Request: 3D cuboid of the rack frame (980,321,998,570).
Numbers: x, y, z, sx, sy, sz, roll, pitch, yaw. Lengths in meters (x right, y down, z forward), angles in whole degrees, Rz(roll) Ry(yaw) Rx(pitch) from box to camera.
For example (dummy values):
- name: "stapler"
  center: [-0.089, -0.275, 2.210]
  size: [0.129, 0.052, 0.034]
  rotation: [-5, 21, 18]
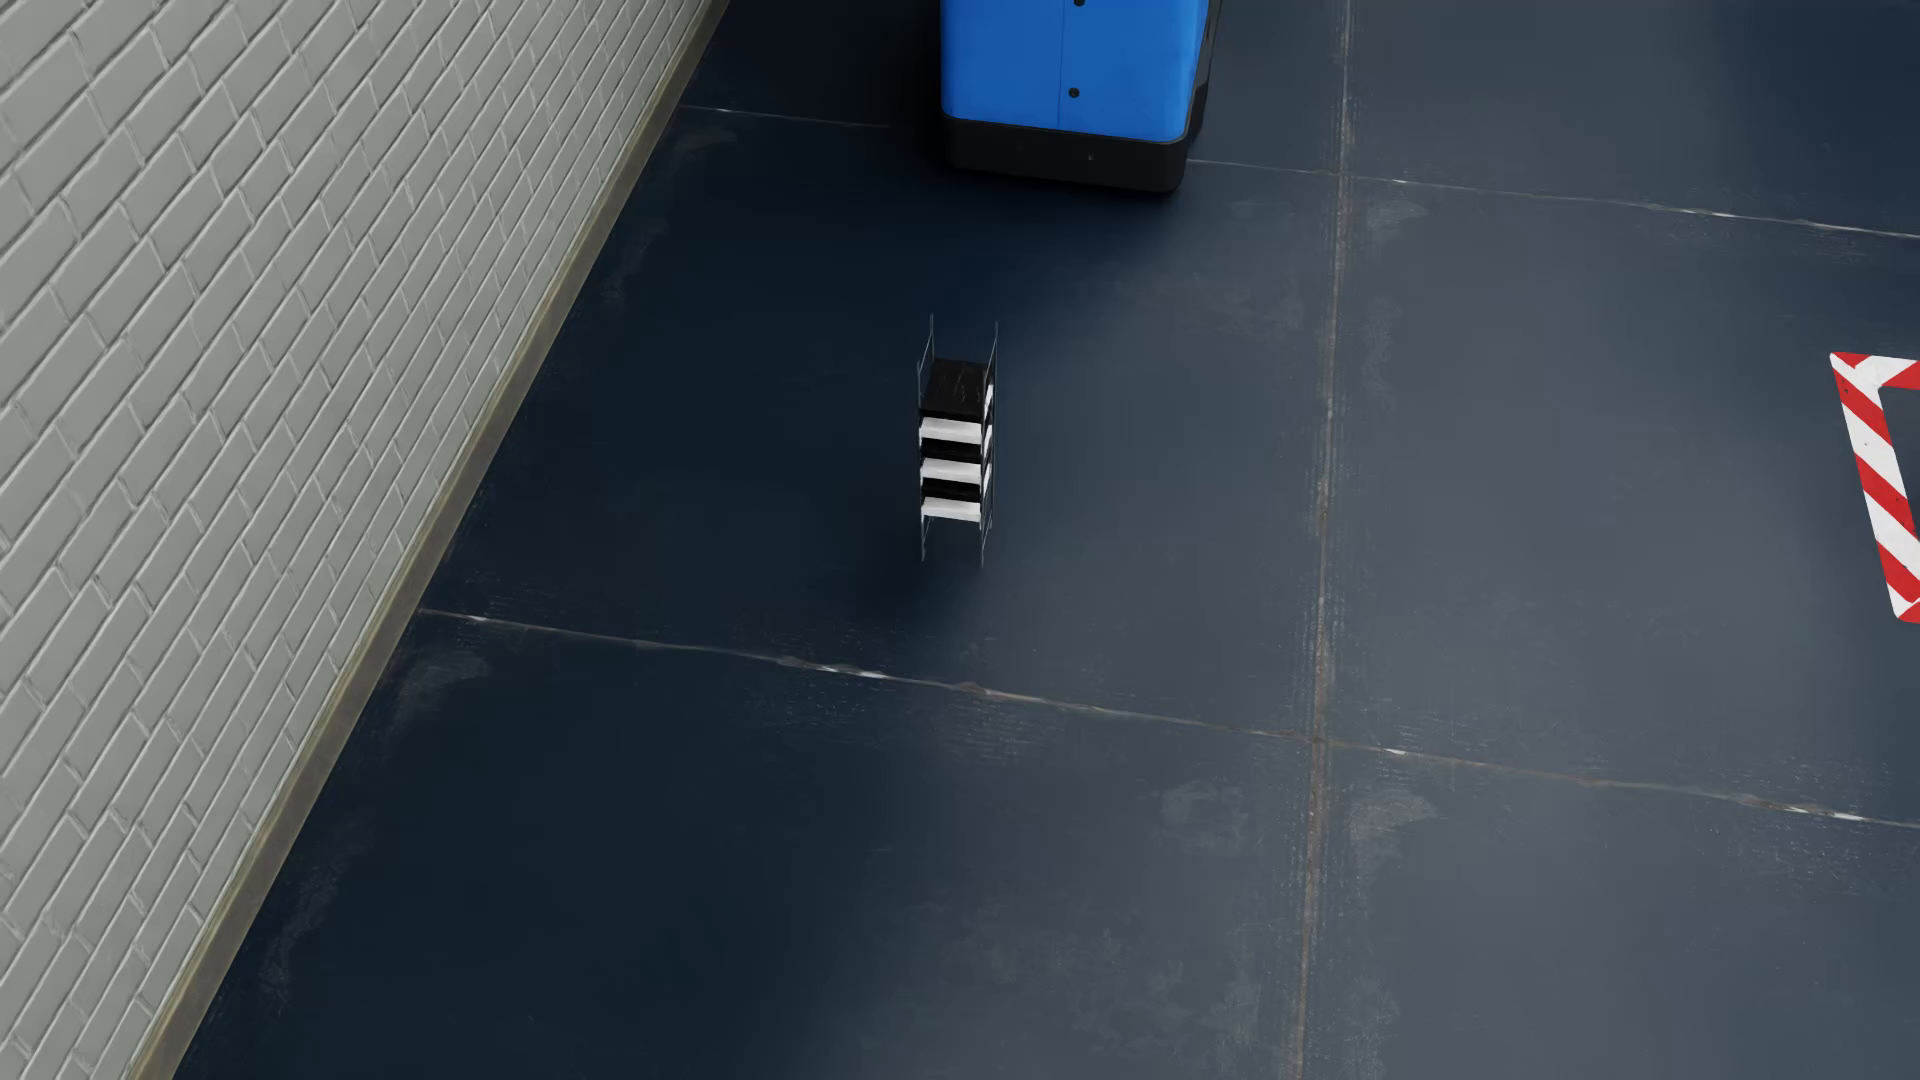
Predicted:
- name: "rack frame"
  center: [0.092, -0.288, 5.404]
  size: [0.006, 0.900, 0.240]
  rotation: [8, 49, 7]

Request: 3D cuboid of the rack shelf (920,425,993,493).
- name: "rack shelf"
  center: [-0.008, -0.280, 5.441]
  size: [0.200, 0.077, 0.258]
  rotation: [8, 49, 7]

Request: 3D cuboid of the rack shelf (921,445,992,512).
- name: "rack shelf"
  center: [-0.008, -0.219, 5.508]
  size: [0.200, 0.077, 0.258]
  rotation: [8, 49, 7]

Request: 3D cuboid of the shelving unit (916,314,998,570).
- name: "shelving unit"
  center: [-0.008, -0.302, 5.416]
  size: [0.210, 0.900, 0.258]
  rotation: [8, 49, 7]

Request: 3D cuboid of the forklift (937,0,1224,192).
- name: "forklift"
  center: [0.702, -3.554, 6.973]
  size: [1.130, 2.935, 3.031]
  rotation: [9, 49, 8]

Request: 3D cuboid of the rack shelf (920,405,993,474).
- name: "rack shelf"
  center: [-0.008, -0.340, 5.374]
  size: [0.200, 0.077, 0.258]
  rotation: [8, 49, 7]

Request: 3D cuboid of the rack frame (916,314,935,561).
- name: "rack frame"
  center: [-0.108, -0.315, 5.428]
  size: [0.006, 0.900, 0.240]
  rotation: [8, 49, 7]

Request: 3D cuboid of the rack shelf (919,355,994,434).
- name: "rack shelf"
  center: [-0.008, -0.460, 5.240]
  size: [0.200, 0.077, 0.258]
  rotation: [8, 49, 7]

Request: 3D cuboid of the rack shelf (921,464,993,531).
- name: "rack shelf"
  center: [-0.008, -0.159, 5.575]
  size: [0.200, 0.077, 0.258]
  rotation: [8, 49, 7]

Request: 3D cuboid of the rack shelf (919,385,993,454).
- name: "rack shelf"
  center: [-0.008, -0.400, 5.307]
  size: [0.200, 0.077, 0.258]
  rotation: [8, 49, 7]
